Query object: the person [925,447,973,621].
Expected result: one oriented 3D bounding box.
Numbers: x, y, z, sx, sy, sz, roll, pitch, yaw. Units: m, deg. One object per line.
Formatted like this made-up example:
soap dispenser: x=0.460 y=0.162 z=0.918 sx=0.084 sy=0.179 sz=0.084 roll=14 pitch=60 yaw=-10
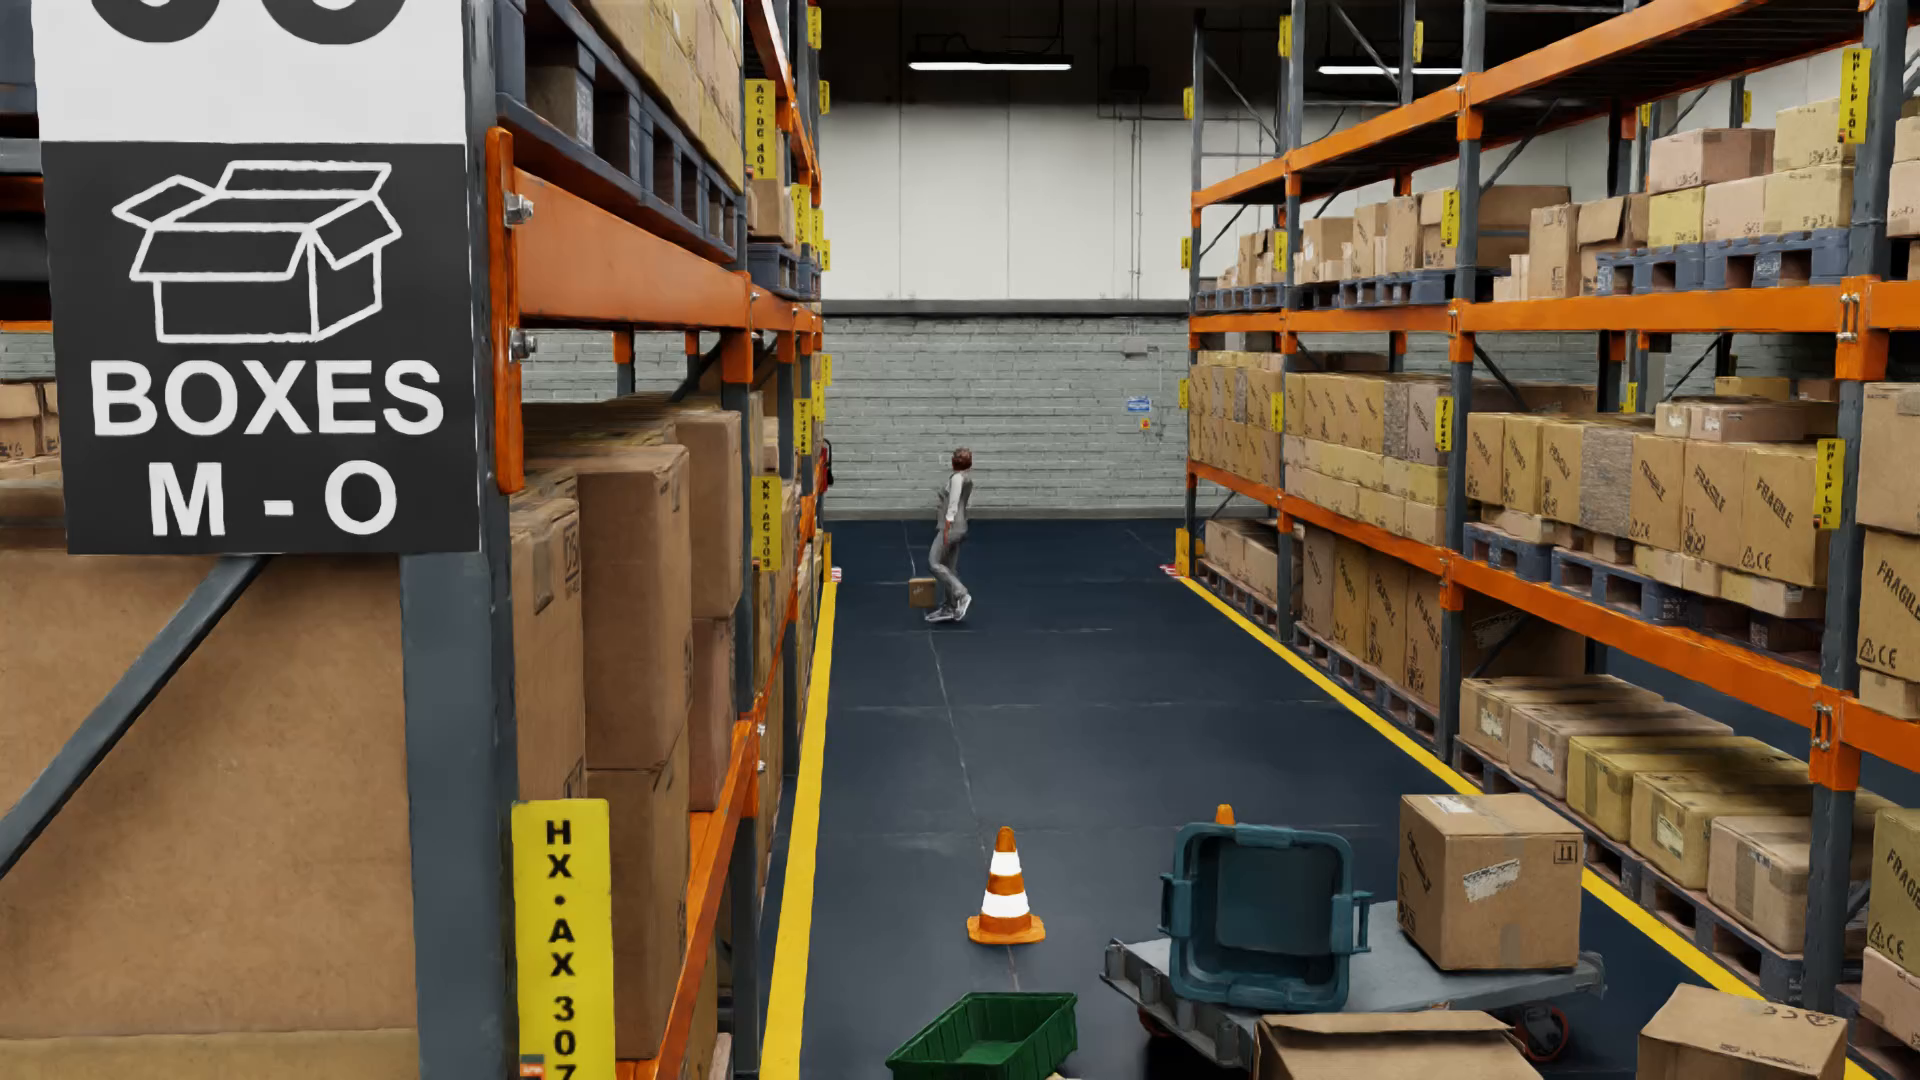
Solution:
person: x=-0.092 y=-0.056 z=15.275 sx=0.443 sy=1.593 sz=0.491 roll=1 pitch=7 yaw=12
